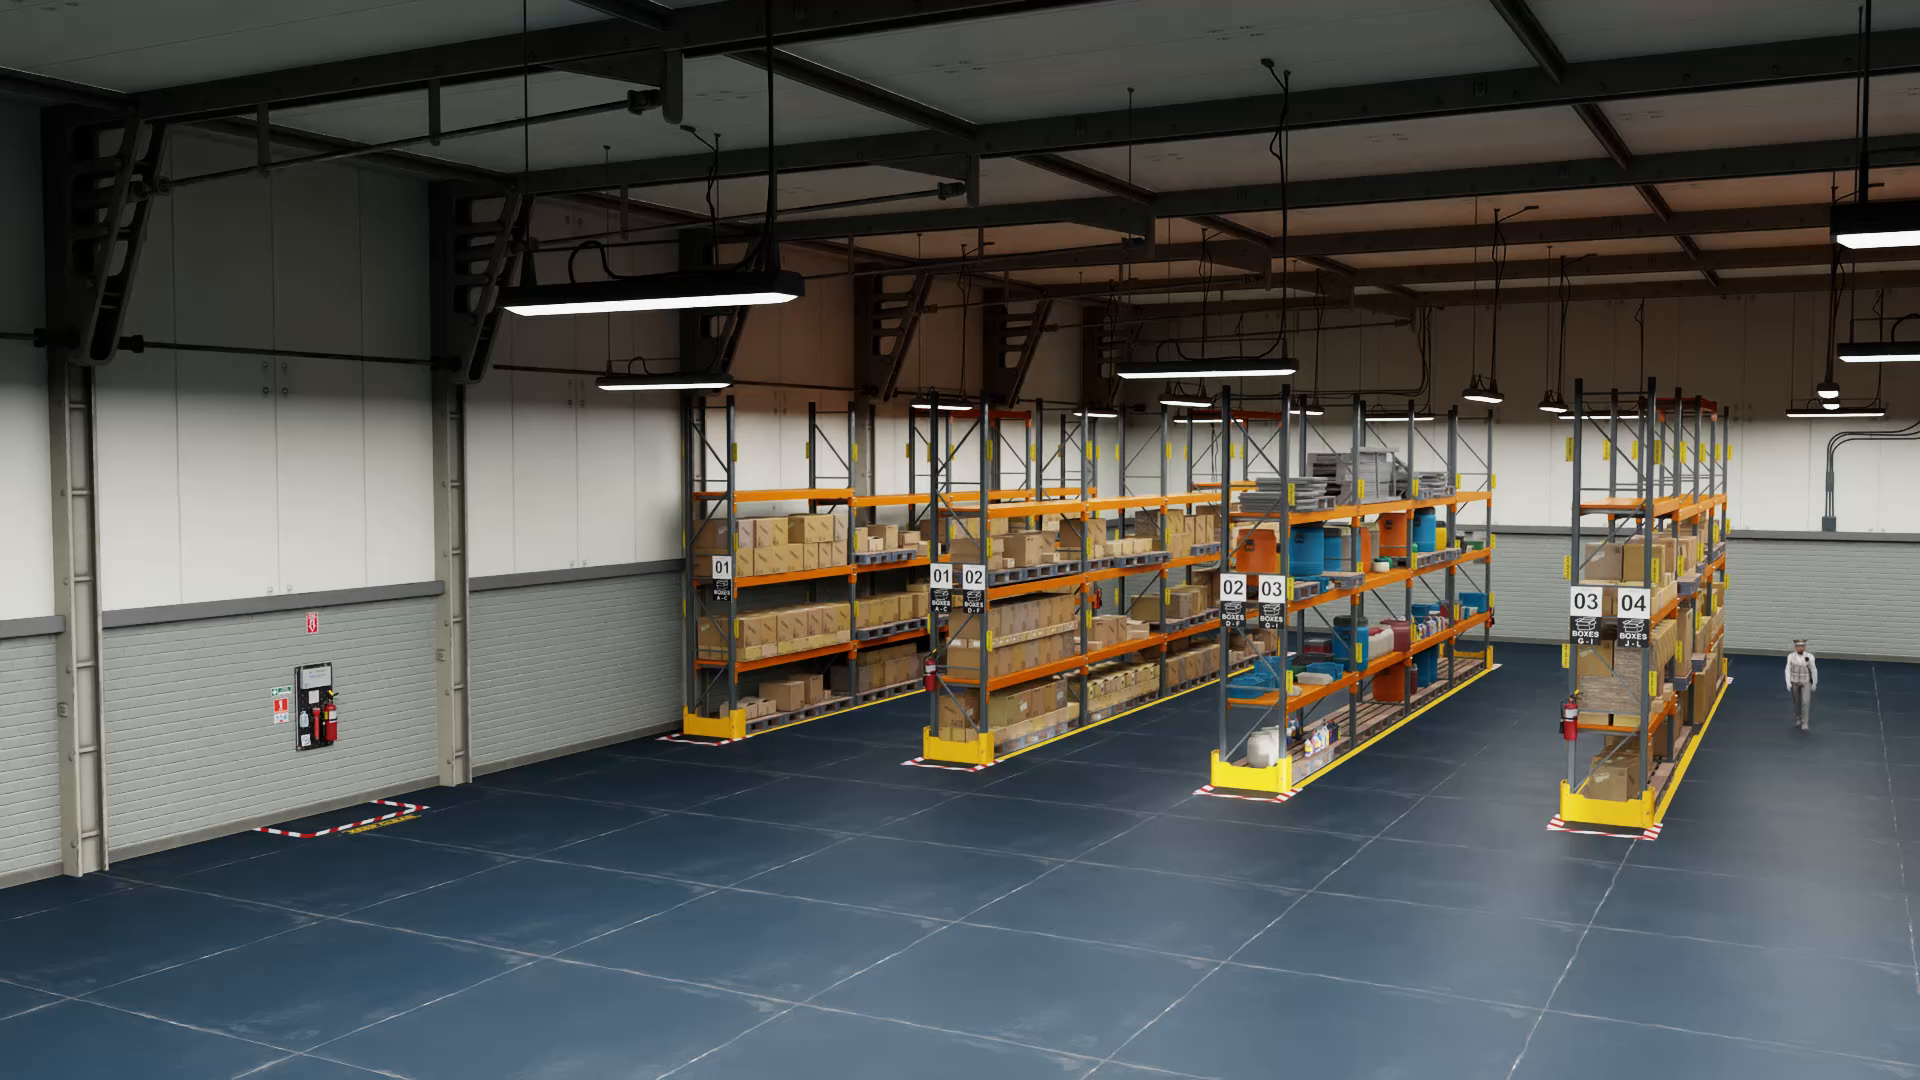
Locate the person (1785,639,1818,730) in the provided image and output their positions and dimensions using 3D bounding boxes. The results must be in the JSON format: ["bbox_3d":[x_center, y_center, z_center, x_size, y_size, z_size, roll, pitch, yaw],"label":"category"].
[{"bbox_3d":[15.153,2.584,29.991,0.509,1.629,0.950,2,4,37],"label":"person"}]
